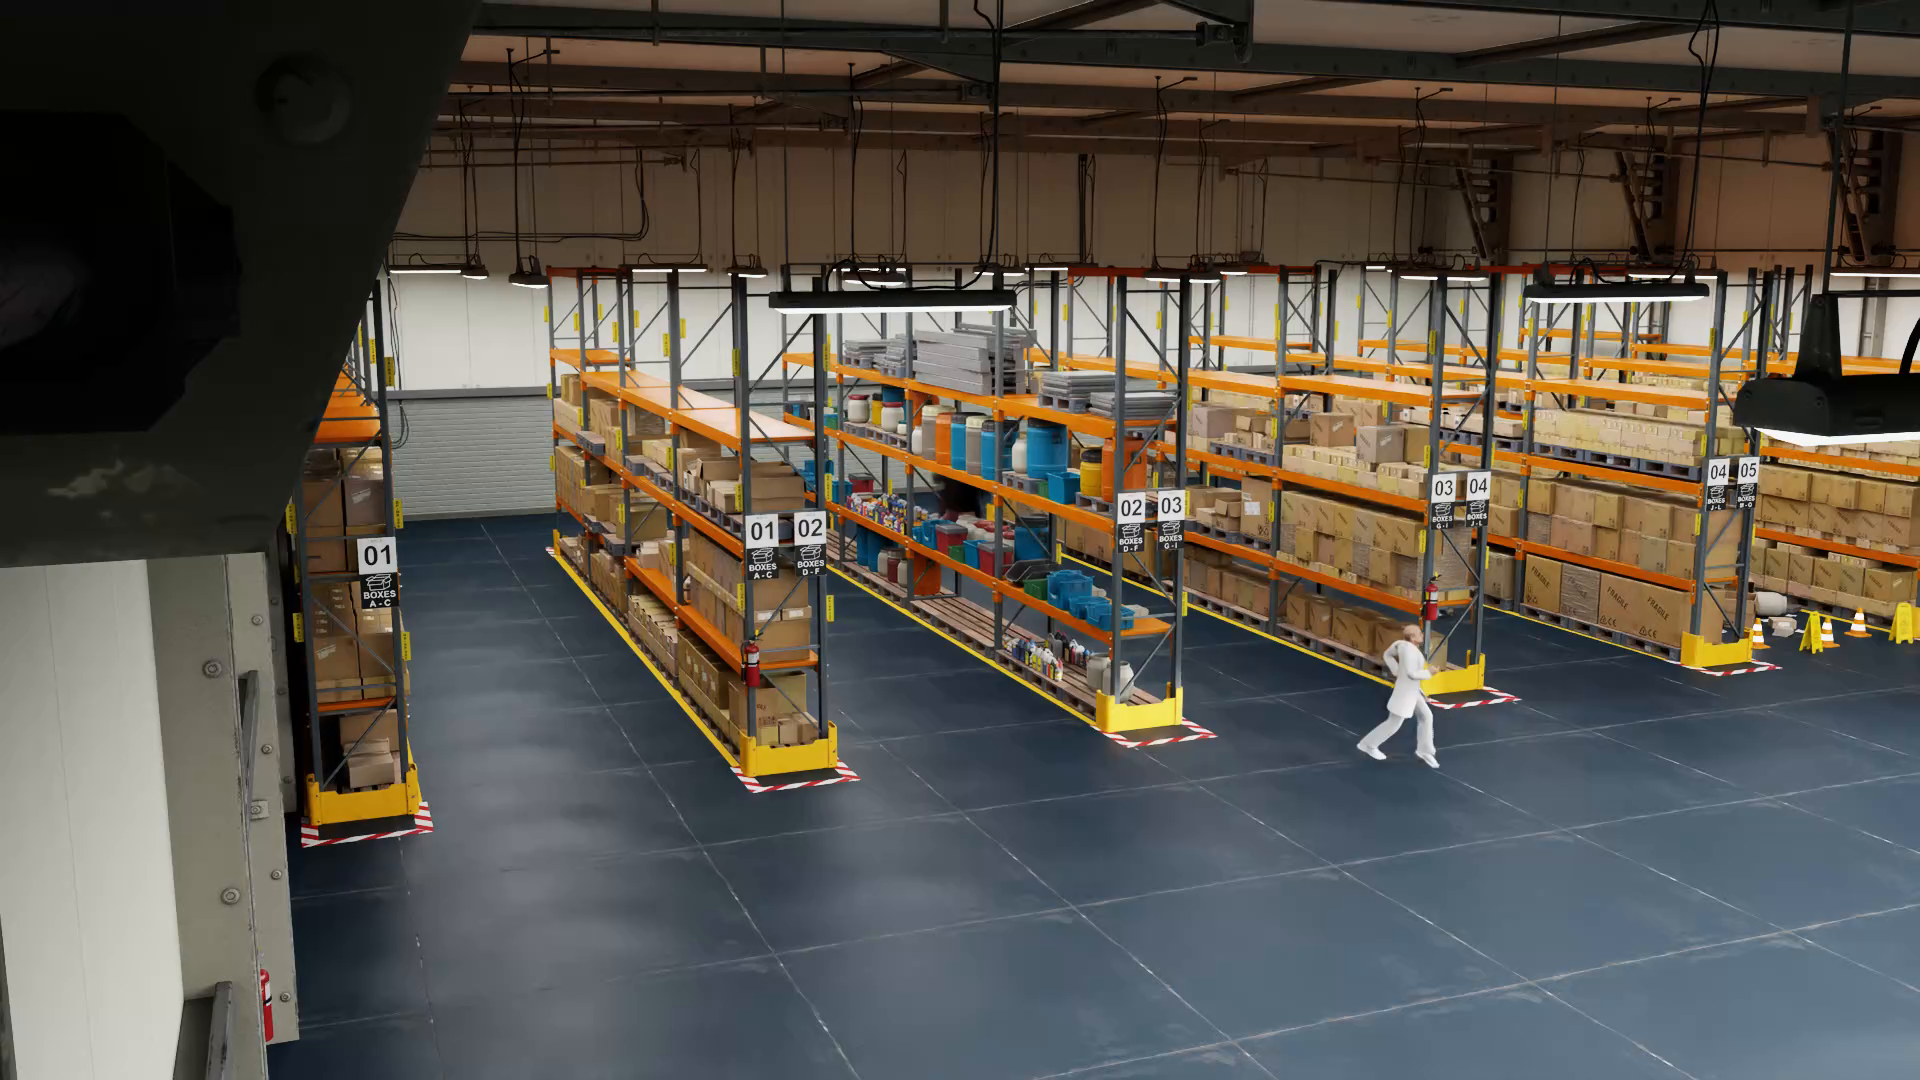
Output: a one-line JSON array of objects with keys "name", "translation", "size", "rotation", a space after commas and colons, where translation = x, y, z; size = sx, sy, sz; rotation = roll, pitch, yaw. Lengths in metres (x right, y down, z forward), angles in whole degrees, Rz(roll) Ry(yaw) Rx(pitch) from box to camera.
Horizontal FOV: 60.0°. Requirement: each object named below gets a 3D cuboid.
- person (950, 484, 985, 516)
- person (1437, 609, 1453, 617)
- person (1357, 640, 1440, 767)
[{"name": "person", "translation": [0.207, -1.412, 39.816], "size": [0.898, 1.817, 0.681], "rotation": [-2, 10, -10]}, {"name": "person", "translation": [8.446, 0.583, 28.707], "size": [0.530, 1.555, 0.639], "rotation": [-5, 11, -28]}, {"name": "person", "translation": [5.435, 2.044, 20.501], "size": [1.015, 1.645, 0.672], "rotation": [3, 10, 15]}]
